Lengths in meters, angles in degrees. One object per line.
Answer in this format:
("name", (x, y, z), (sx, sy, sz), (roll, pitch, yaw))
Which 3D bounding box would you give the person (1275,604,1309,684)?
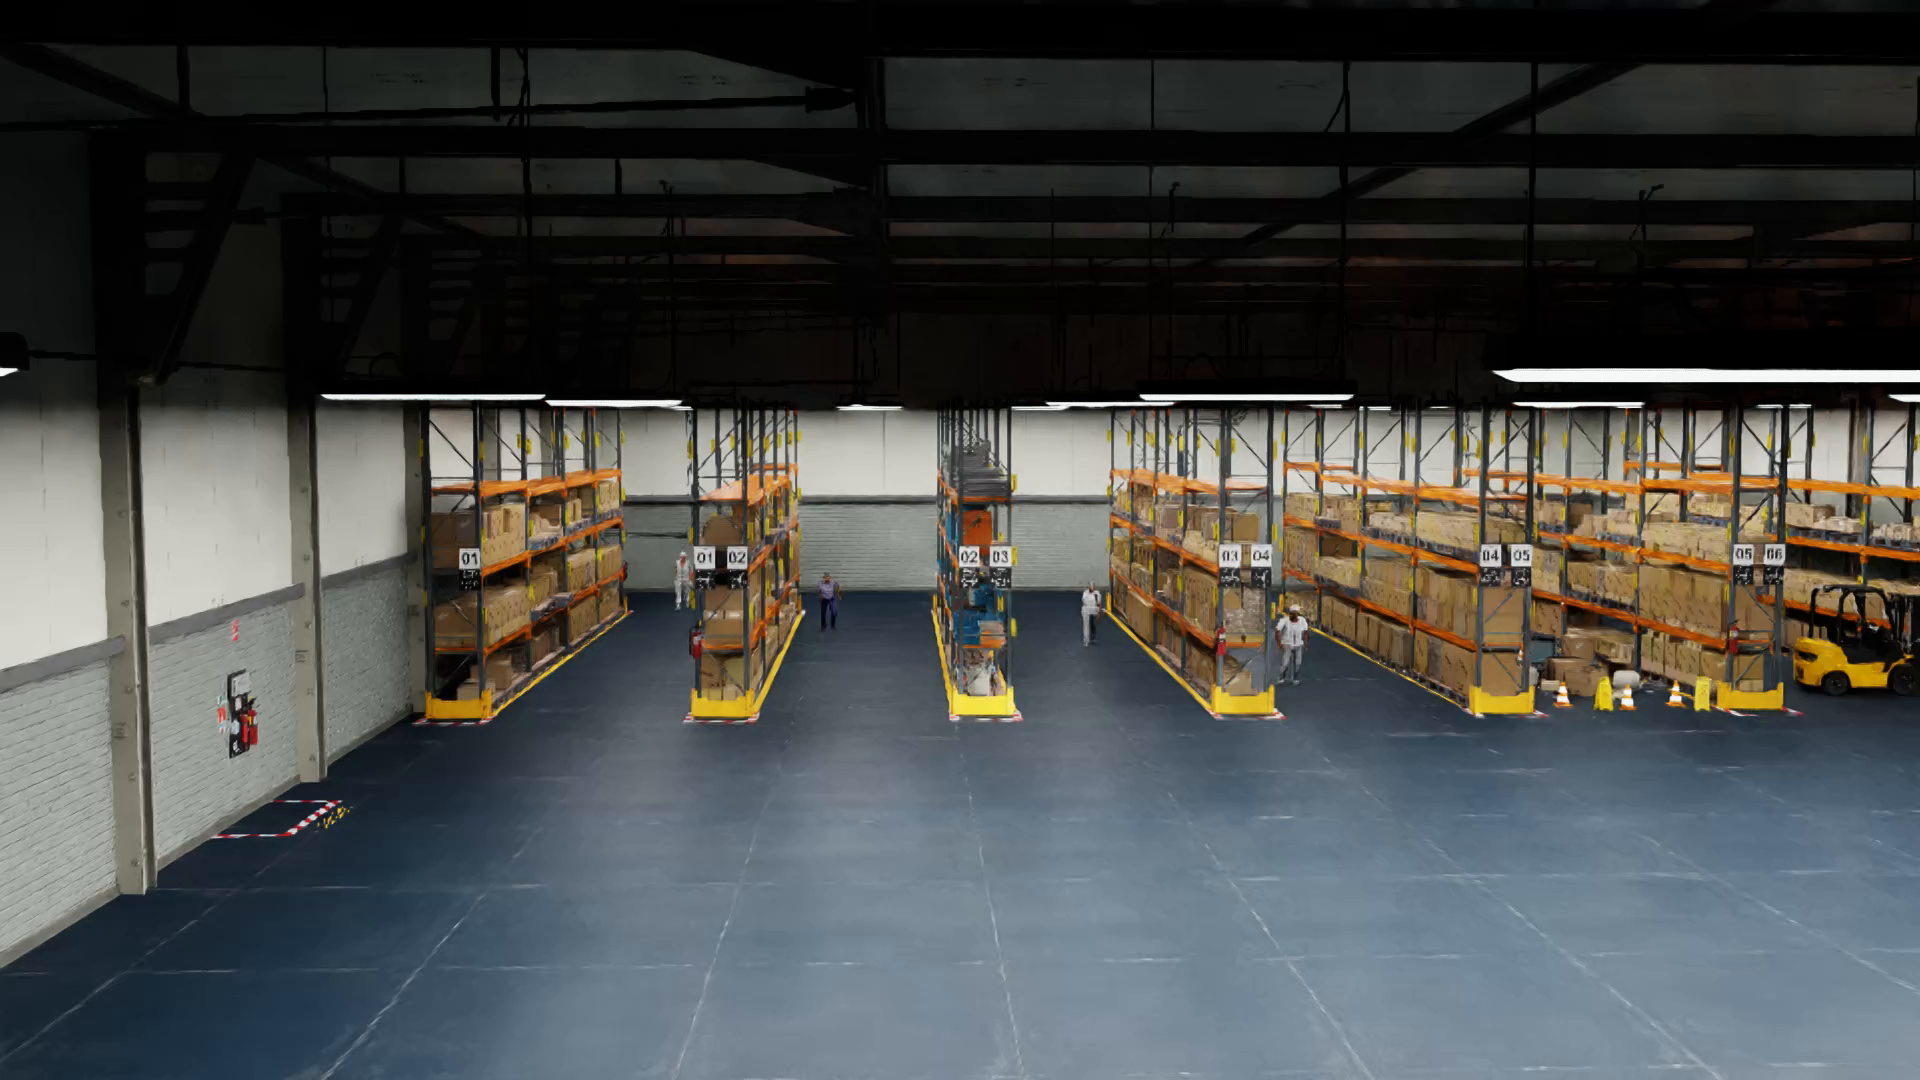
("person", (6.946, 2.188, 34.793), (0.719, 1.714, 0.578), (0, 4, -5))

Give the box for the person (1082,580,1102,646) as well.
("person", (3.232, 1.768, 40.778), (0.481, 1.580, 1.094), (0, 4, 1))

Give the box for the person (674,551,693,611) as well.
("person", (-7.979, 1.154, 47.923), (0.550, 1.709, 1.128), (0, 4, -4))

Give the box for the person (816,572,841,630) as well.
("person", (-3.435, 1.607, 43.346), (0.610, 1.556, 0.780), (0, 4, 3))
